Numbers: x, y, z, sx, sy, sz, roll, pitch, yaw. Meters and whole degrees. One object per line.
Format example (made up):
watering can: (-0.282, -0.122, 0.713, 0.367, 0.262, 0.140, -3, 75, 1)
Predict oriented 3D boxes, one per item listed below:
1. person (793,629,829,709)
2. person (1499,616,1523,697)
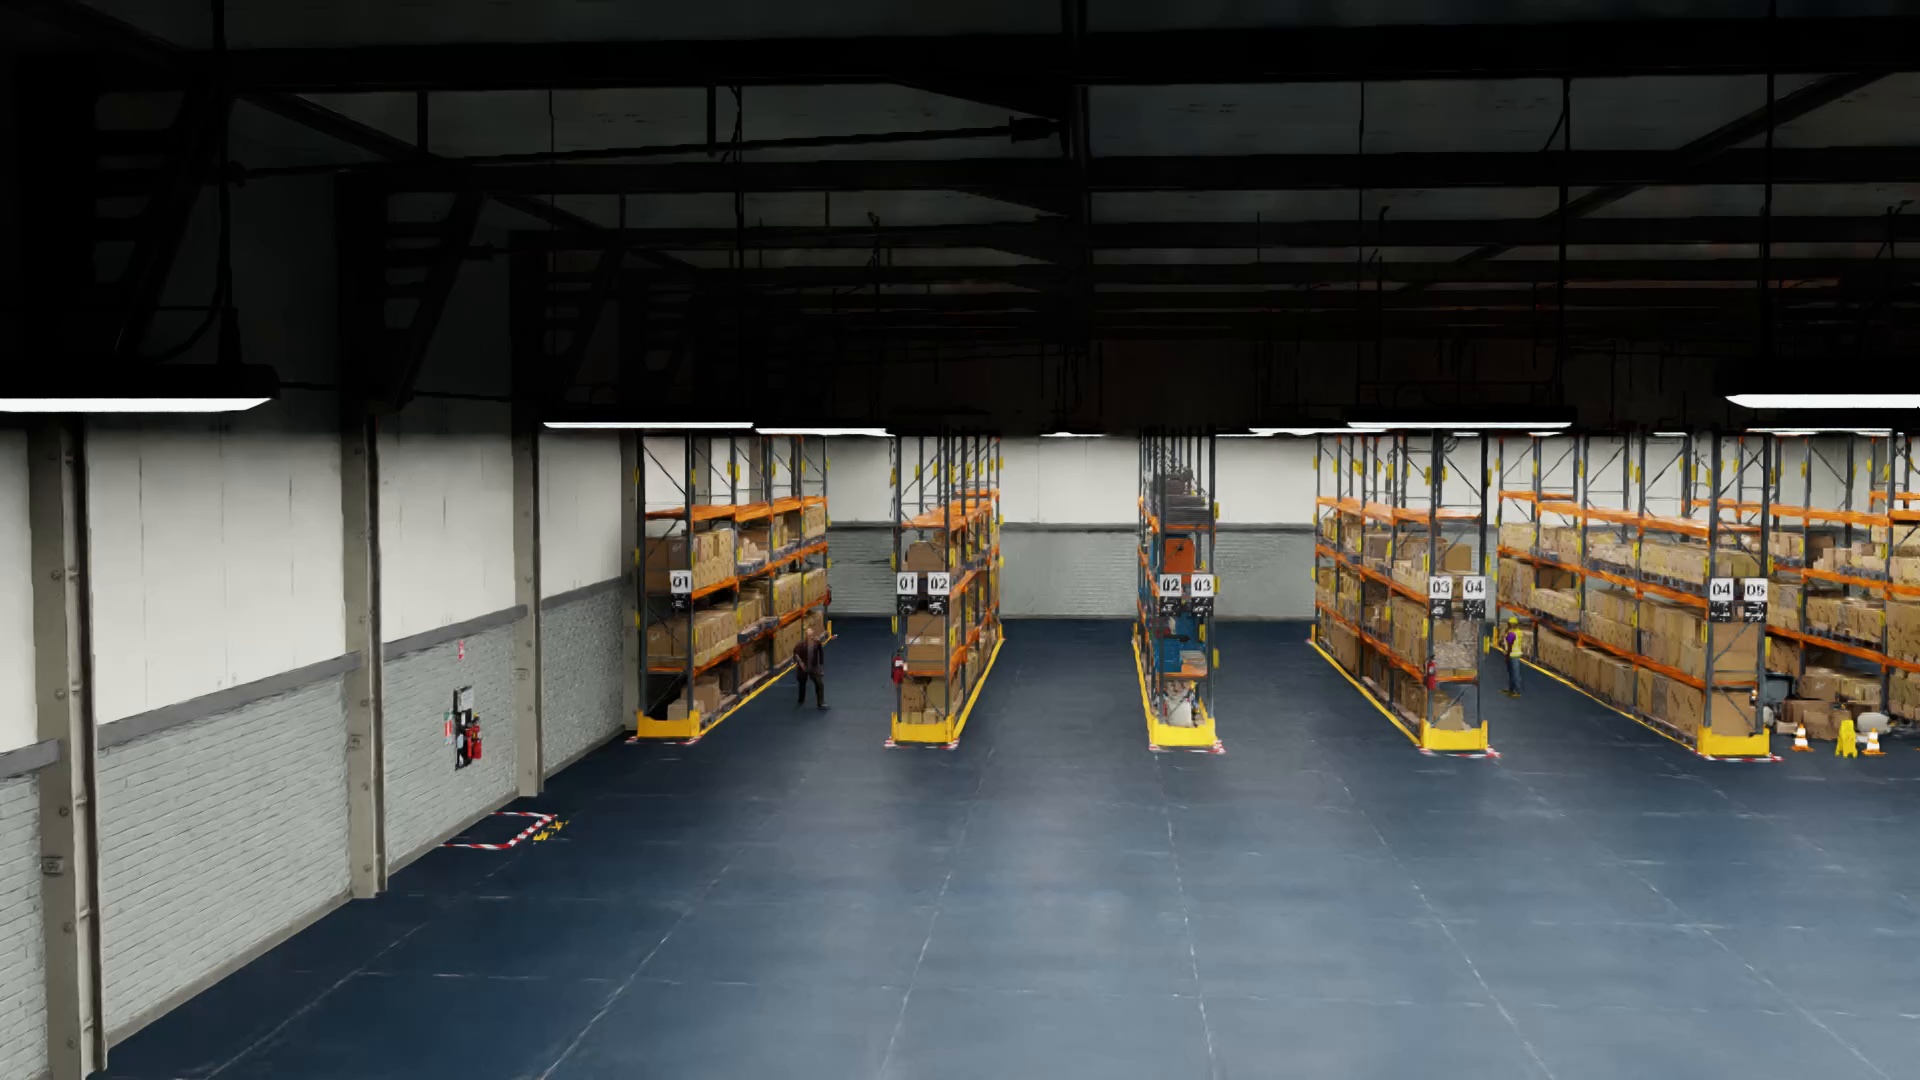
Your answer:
person: (-3.189, 2.725, 35.215, 0.735, 1.692, 0.895, -1, 4, -11)
person: (12.276, 2.574, 37.018, 0.574, 1.764, 0.669, 2, 4, 33)
